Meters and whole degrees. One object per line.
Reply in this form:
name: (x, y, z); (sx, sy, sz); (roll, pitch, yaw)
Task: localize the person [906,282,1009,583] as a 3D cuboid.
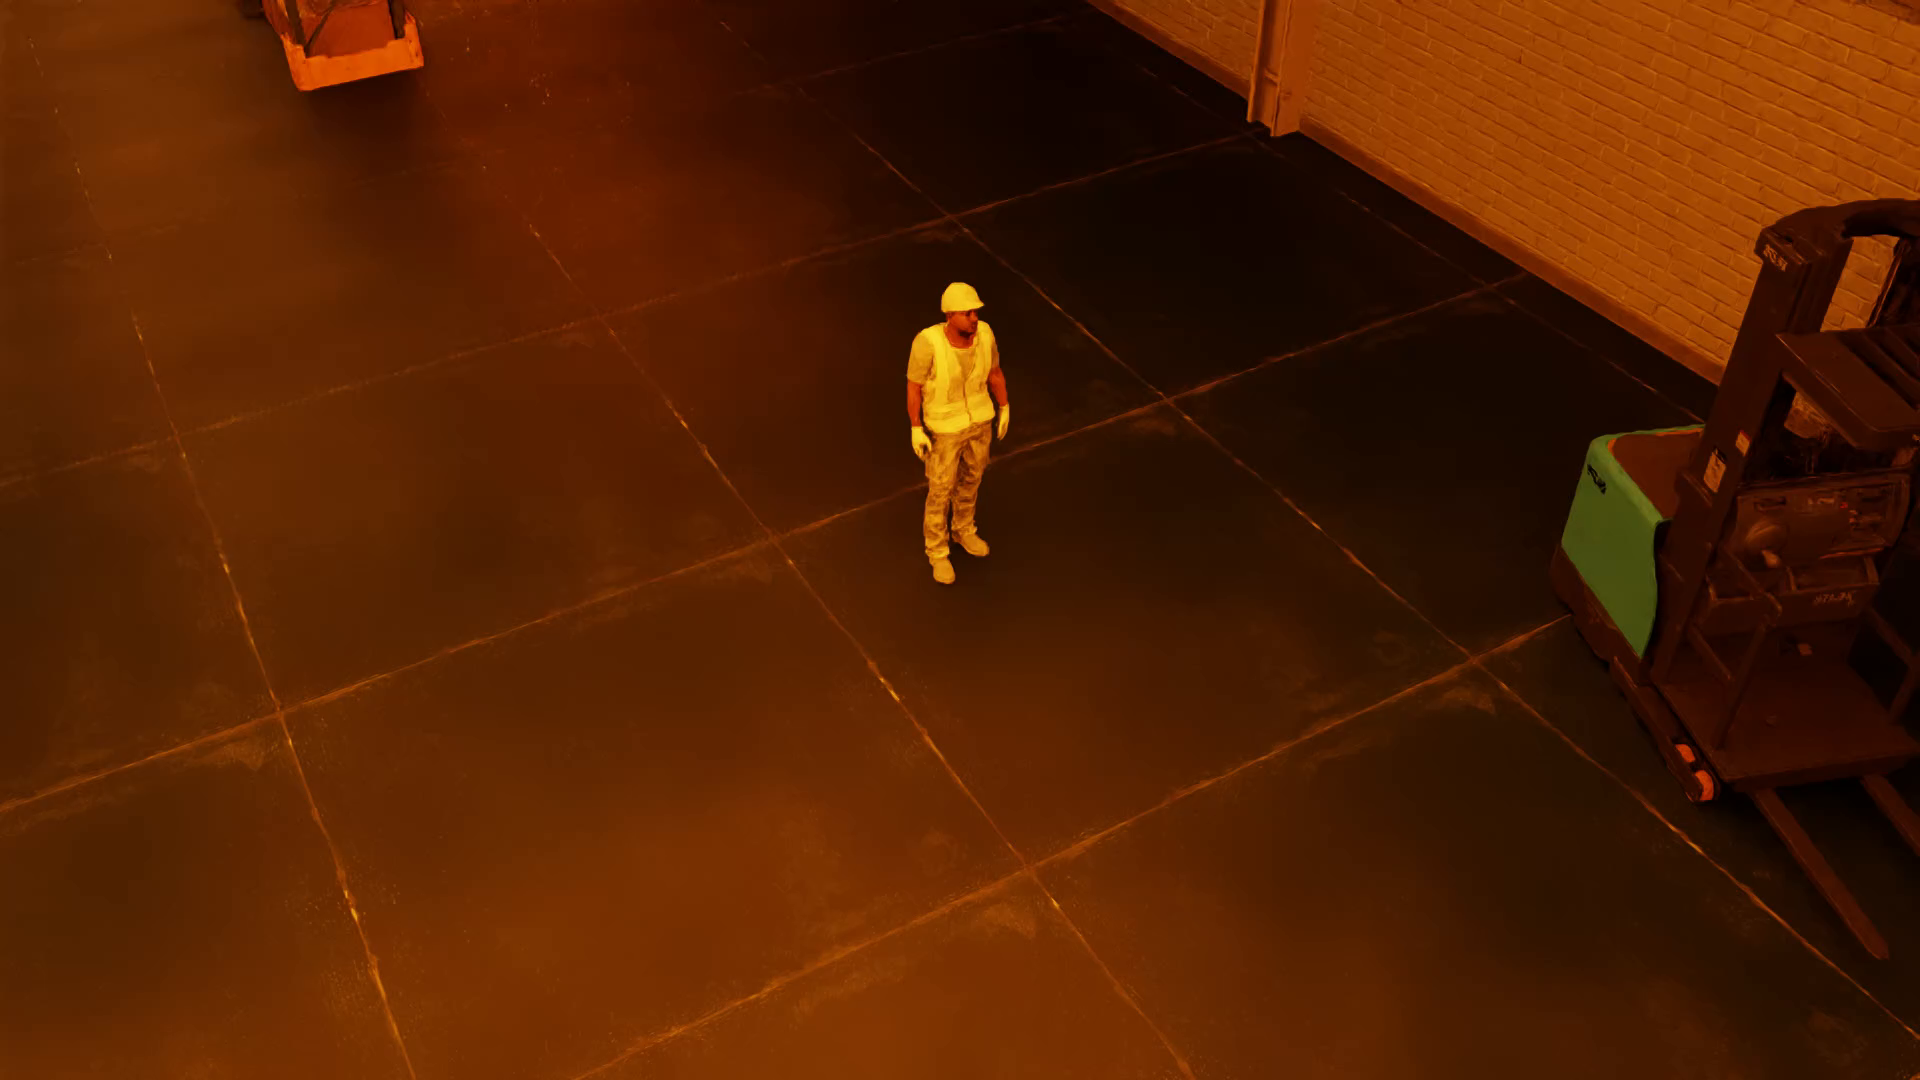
person: (0.029, -0.649, 9.707); (0.655, 1.782, 0.576); (-20, 44, -23)

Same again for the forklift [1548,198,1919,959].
forklift: (4.292, -0.016, 8.055); (1.130, 2.935, 3.031); (-7, 40, -8)
